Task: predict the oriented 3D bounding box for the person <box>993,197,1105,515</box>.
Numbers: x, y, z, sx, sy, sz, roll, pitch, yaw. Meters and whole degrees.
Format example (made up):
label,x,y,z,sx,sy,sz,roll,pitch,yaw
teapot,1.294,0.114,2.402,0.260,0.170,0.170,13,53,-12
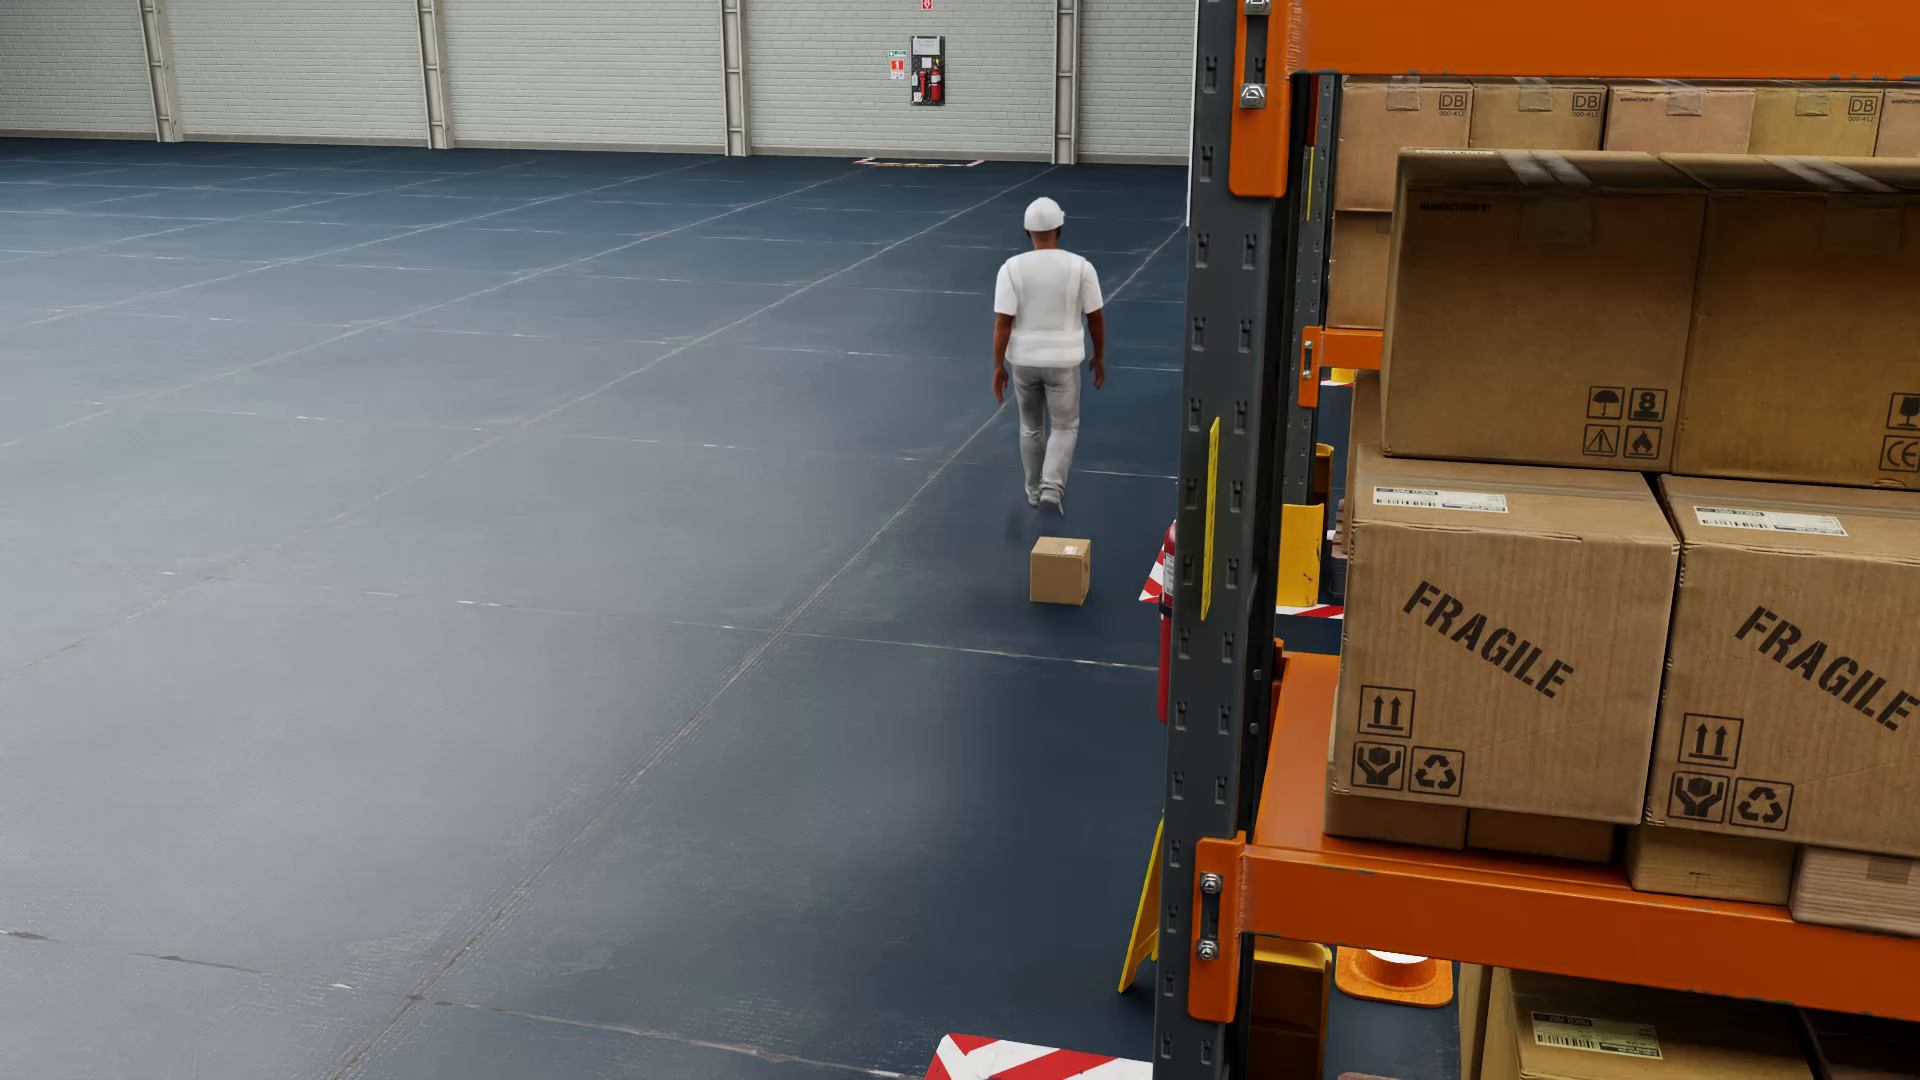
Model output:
label,x,y,z,sx,sy,sz,roll,pitch,yaw
person,0.480,-0.962,8.941,0.590,1.739,0.923,3,18,8
